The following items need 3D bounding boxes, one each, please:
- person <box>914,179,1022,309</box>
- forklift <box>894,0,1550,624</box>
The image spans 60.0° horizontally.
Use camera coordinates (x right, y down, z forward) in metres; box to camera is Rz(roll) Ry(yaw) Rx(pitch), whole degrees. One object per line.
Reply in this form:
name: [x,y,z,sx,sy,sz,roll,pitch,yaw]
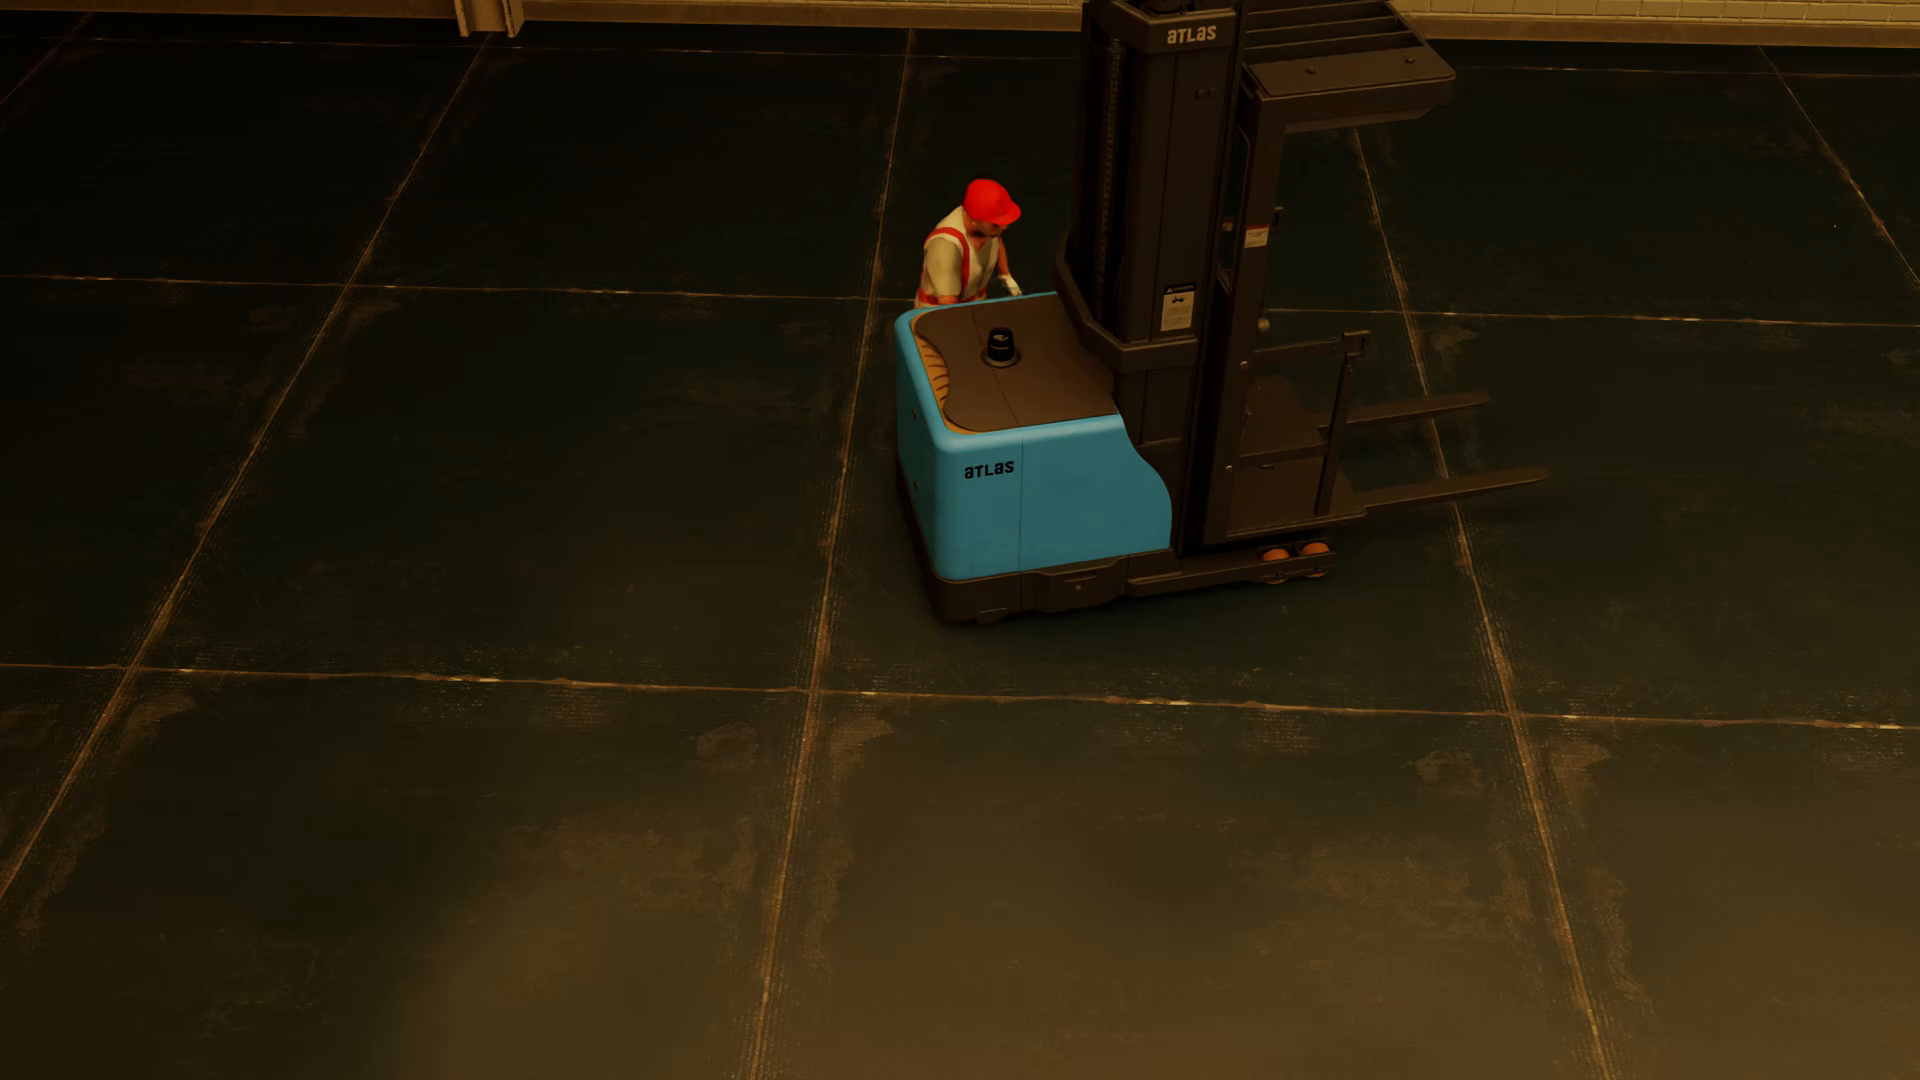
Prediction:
person: [0.217,-1.016,7.970,0.935,1.545,0.800,24,48,24]
forklift: [1.263,-1.220,7.079,3.031,2.935,1.130,-9,43,-9]
